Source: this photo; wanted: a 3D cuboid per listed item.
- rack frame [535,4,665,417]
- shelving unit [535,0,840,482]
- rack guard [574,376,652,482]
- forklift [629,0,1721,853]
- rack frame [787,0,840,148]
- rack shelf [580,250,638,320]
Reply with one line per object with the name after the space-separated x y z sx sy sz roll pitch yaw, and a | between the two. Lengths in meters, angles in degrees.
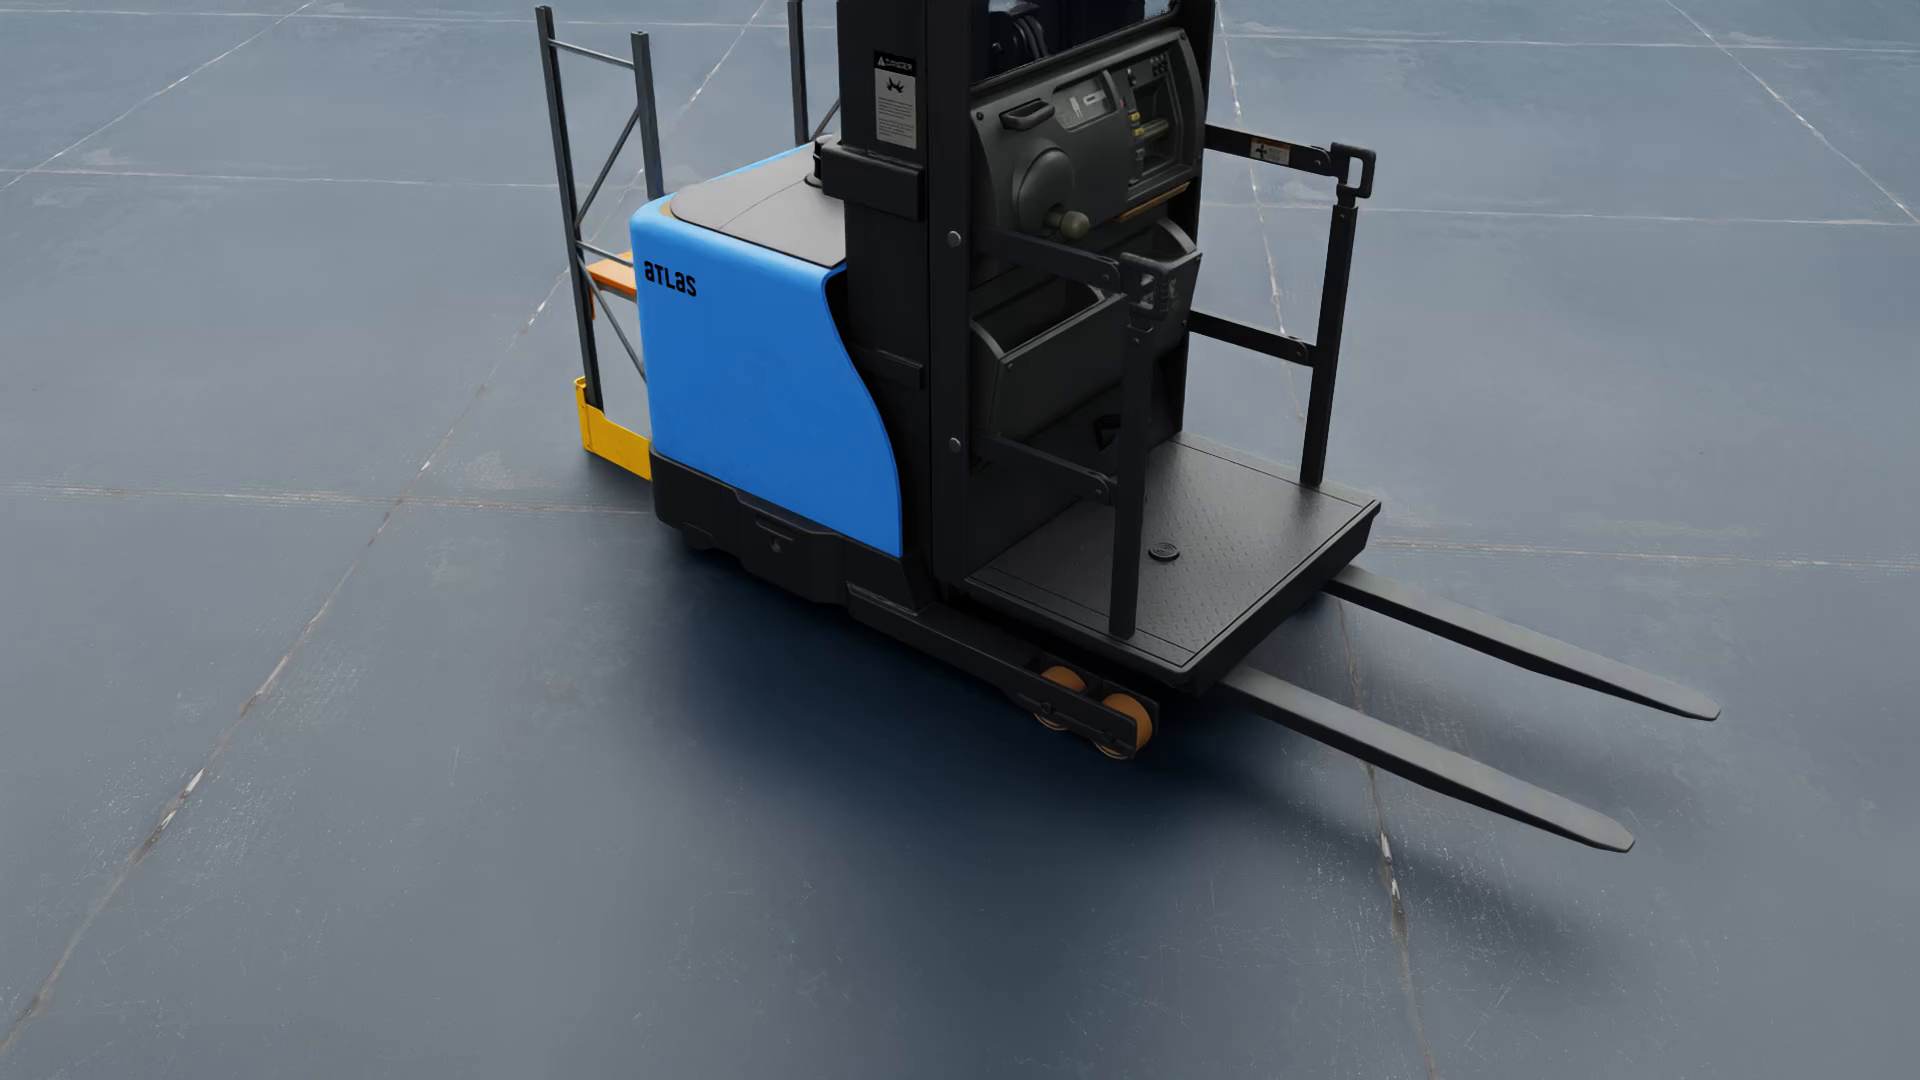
-1.077 -0.881 5.246 0.500 1.500 0.032 25 39 35 | rack frame
-0.743 -1.075 5.562 0.587 1.500 1.083 25 39 35 | shelving unit
-1.073 -0.348 5.572 0.587 0.250 0.087 25 39 35 | rack guard
0.506 -0.994 4.070 3.031 2.935 1.130 23 38 32 | forklift
-0.397 -1.277 5.889 0.500 1.500 0.032 25 39 35 | rack frame
-0.736 -0.925 5.661 0.538 0.185 1.000 25 39 35 | rack shelf
